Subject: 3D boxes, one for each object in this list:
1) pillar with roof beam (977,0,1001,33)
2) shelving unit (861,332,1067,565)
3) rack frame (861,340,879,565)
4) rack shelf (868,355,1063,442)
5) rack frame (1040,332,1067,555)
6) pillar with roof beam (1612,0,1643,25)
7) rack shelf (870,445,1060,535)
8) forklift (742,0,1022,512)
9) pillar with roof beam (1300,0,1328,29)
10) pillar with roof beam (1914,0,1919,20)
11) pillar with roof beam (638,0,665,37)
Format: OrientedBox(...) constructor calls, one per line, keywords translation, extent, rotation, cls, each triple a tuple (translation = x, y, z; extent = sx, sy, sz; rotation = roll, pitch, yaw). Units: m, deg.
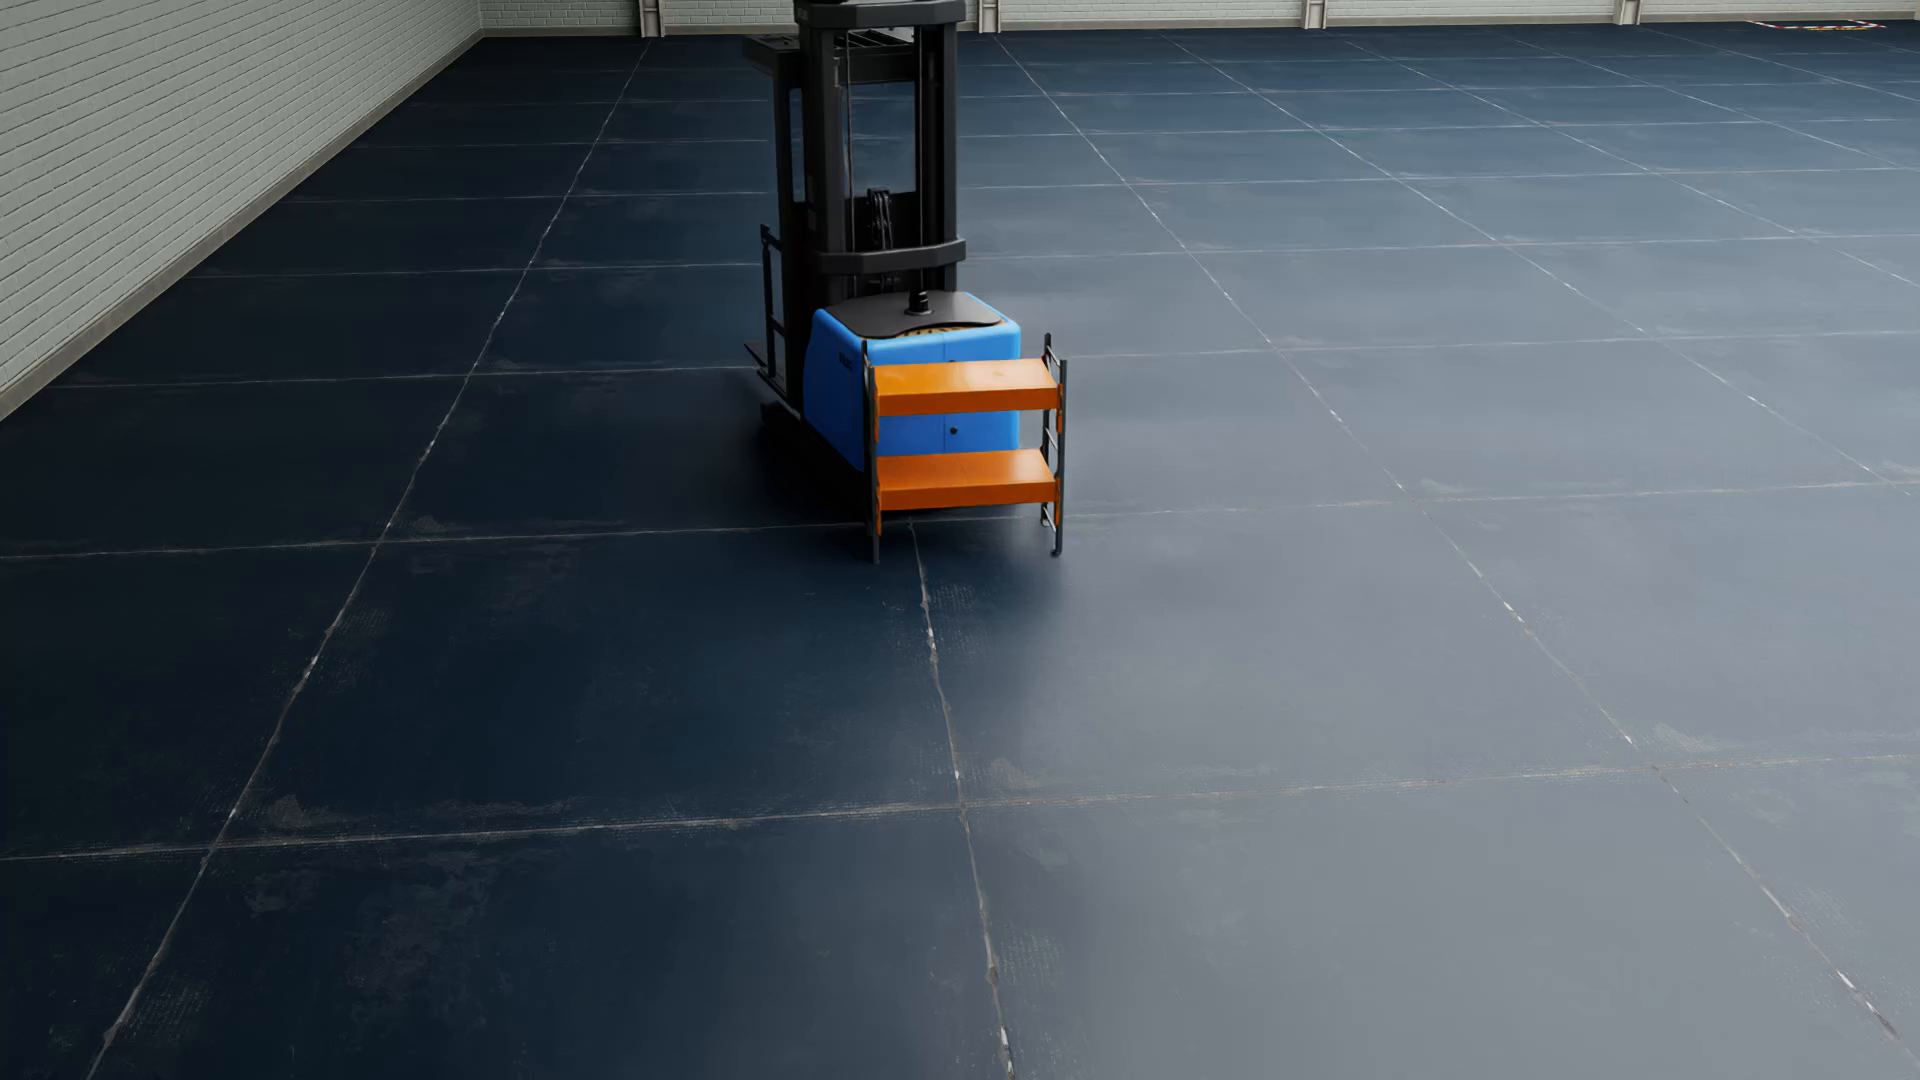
OrientedBox(translation=(0.946, -11.565, 24.326), extent=(0.400, 9.000, 9.100), rotation=(-2, 24, -5), cls="pillar with roof beam")
OrientedBox(translation=(0.013, -0.506, 9.141), extent=(1.048, 1.125, 0.538), rotation=(-3, 24, -7), cls="shelving unit")
OrientedBox(translation=(-0.491, -0.478, 9.078), extent=(0.032, 1.125, 0.500), rotation=(-3, 24, -7), cls="rack frame")
OrientedBox(translation=(0.013, -0.774, 9.022), extent=(1.000, 0.278, 0.538), rotation=(-3, 24, -7), cls="rack shelf")
OrientedBox(translation=(0.516, -0.535, 9.205), extent=(0.032, 1.125, 0.500), rotation=(-3, 24, -7), cls="rack frame")
OrientedBox(translation=(12.888, -12.044, 25.404), extent=(0.400, 9.000, 9.100), rotation=(-2, 24, -5), cls="pillar with roof beam")
OrientedBox(translation=(0.013, -0.283, 9.240), extent=(1.000, 0.278, 0.538), rotation=(-3, 24, -7), cls="rack shelf")
OrientedBox(translation=(-0.674, -2.067, 10.429), extent=(1.130, 2.935, 3.031), rotation=(-10, 26, -21), cls="forklift")
OrientedBox(translation=(6.917, -11.804, 24.865), extent=(0.400, 9.000, 9.100), rotation=(-2, 24, -5), cls="pillar with roof beam")
OrientedBox(translation=(18.859, -12.284, 25.943), extent=(0.400, 9.000, 9.100), rotation=(-2, 24, -5), cls="pillar with roof beam")
OrientedBox(translation=(-5.025, -11.325, 23.788), extent=(0.400, 9.000, 9.100), rotation=(-2, 24, -5), cls="pillar with roof beam")
